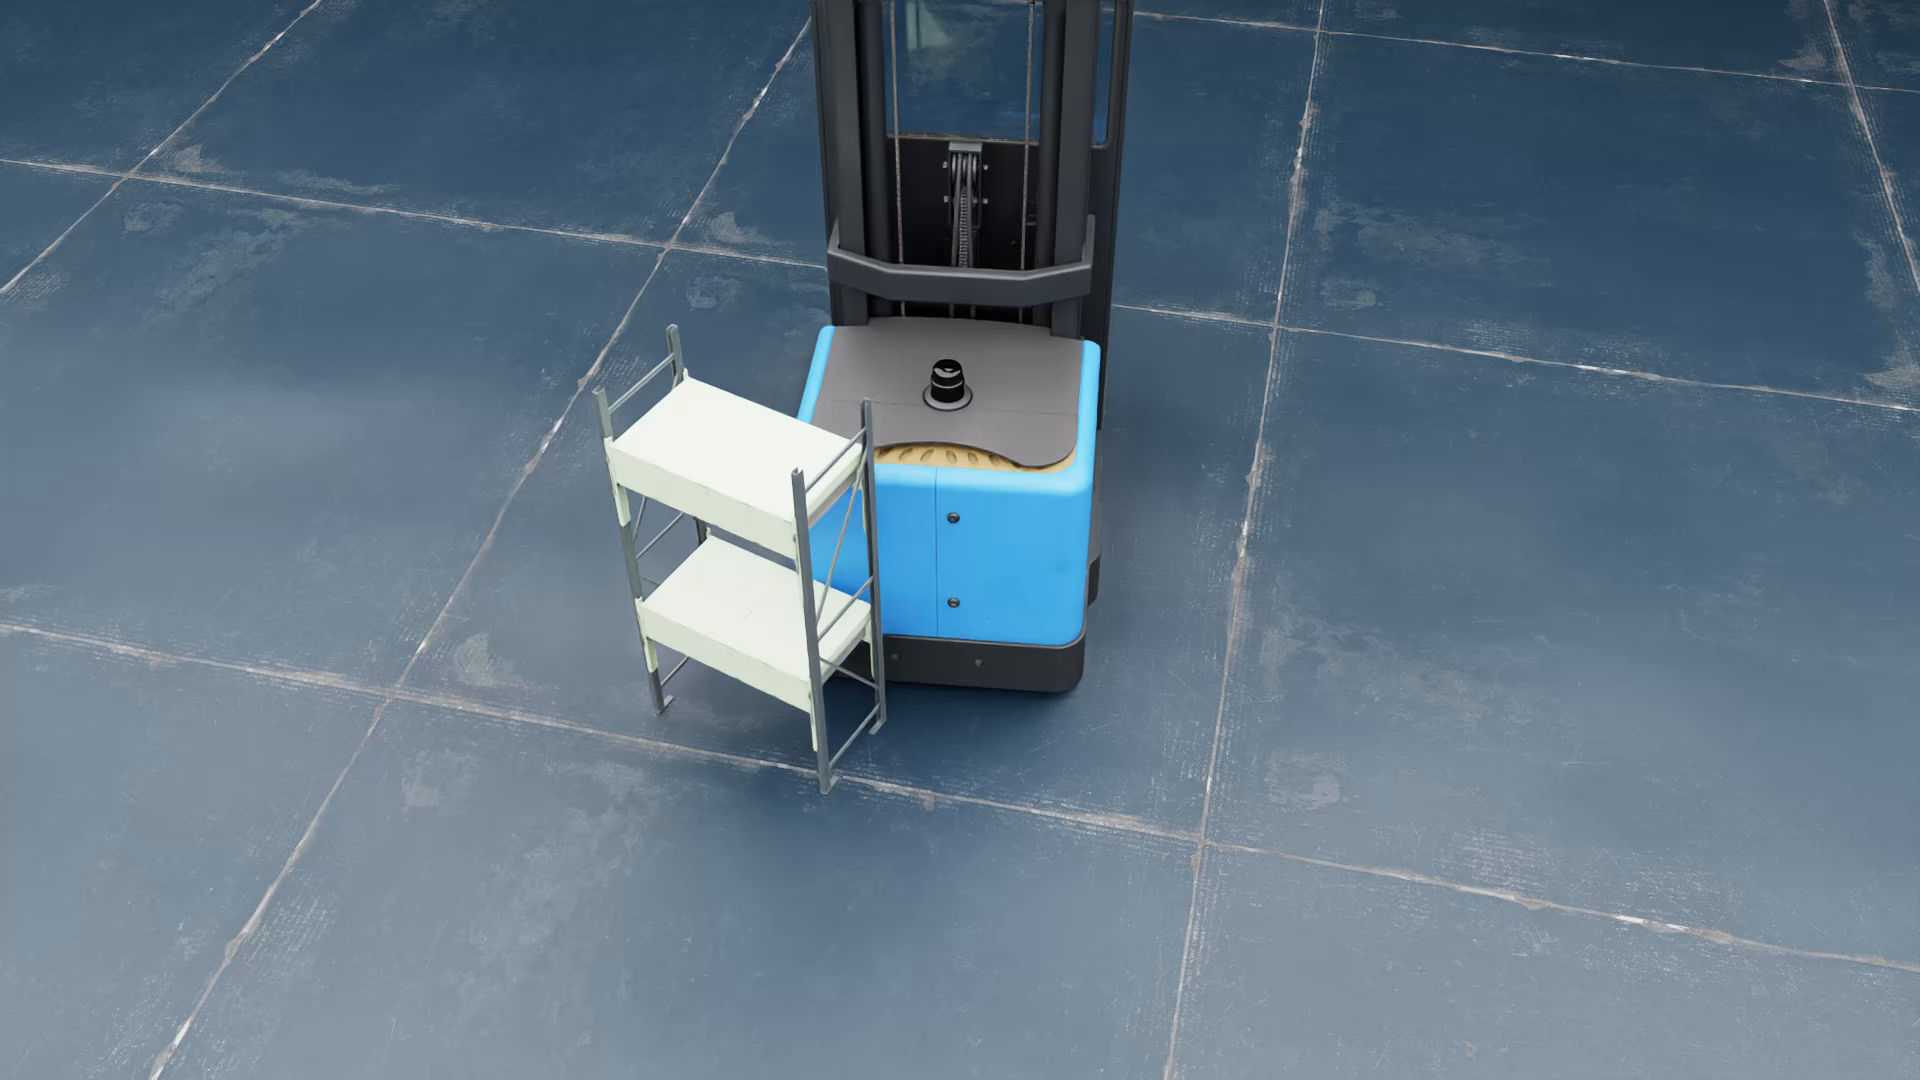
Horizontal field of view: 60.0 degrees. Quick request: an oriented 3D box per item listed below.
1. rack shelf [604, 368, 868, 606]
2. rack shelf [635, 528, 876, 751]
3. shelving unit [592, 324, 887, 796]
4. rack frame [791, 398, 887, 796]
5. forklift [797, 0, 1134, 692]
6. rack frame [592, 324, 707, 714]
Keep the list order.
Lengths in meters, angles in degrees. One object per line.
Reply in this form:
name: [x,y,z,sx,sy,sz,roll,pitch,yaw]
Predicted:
rack shelf: [-0.693,-0.178,5.291,0.720,0.370,0.431,22,48,21]
rack shelf: [-0.693,0.338,5.787,0.720,0.370,0.431,22,48,21]
shelving unit: [-0.693,0.103,5.561,0.755,1.500,0.431,22,48,21]
rack frame: [-0.378,0.232,5.428,0.023,1.500,0.400,22,48,21]
forklift: [0.065,-1.521,6.216,1.130,2.935,3.031,4,44,4]
rack frame: [-1.009,-0.025,5.695,0.023,1.500,0.400,22,48,21]
